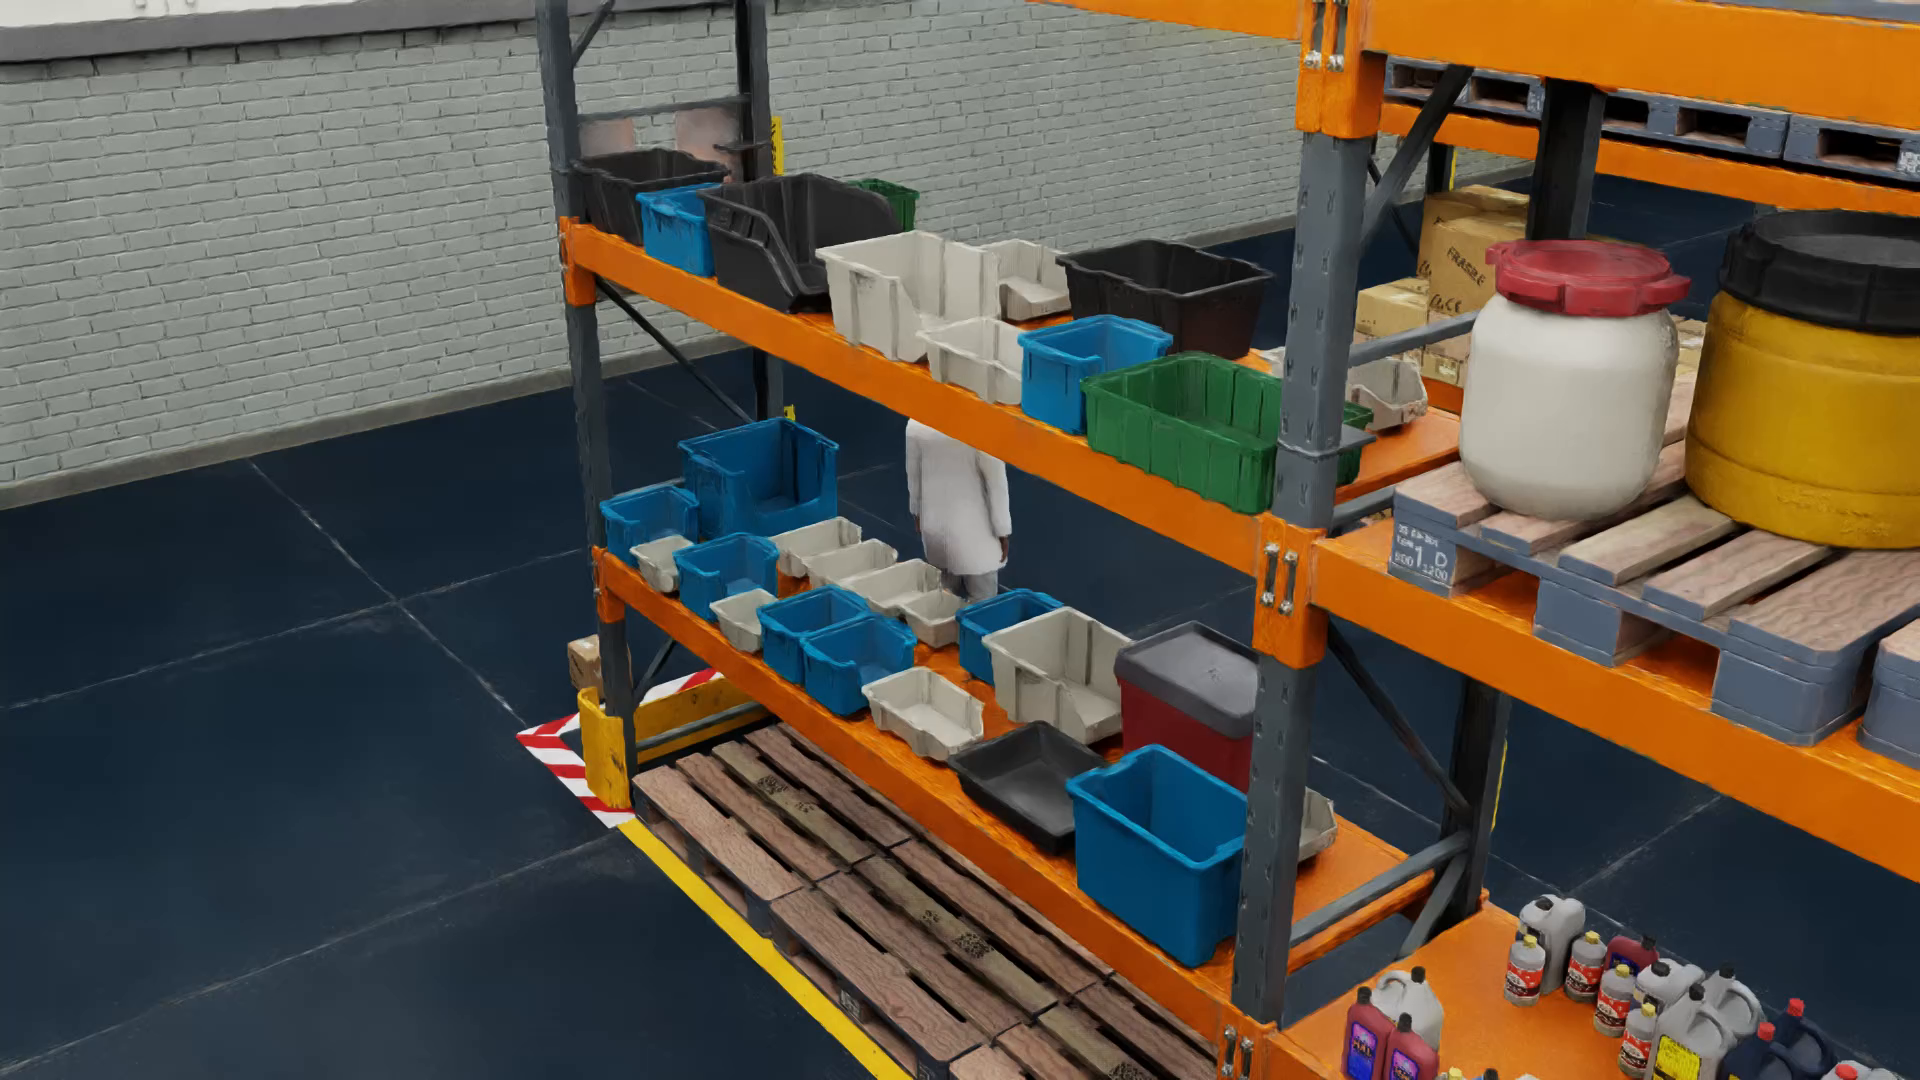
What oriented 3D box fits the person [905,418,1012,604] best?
[{"bbox_3d":[-0.025,-0.072,8.760,0.640,1.761,0.555,13,27,26],"label":"person"}]
